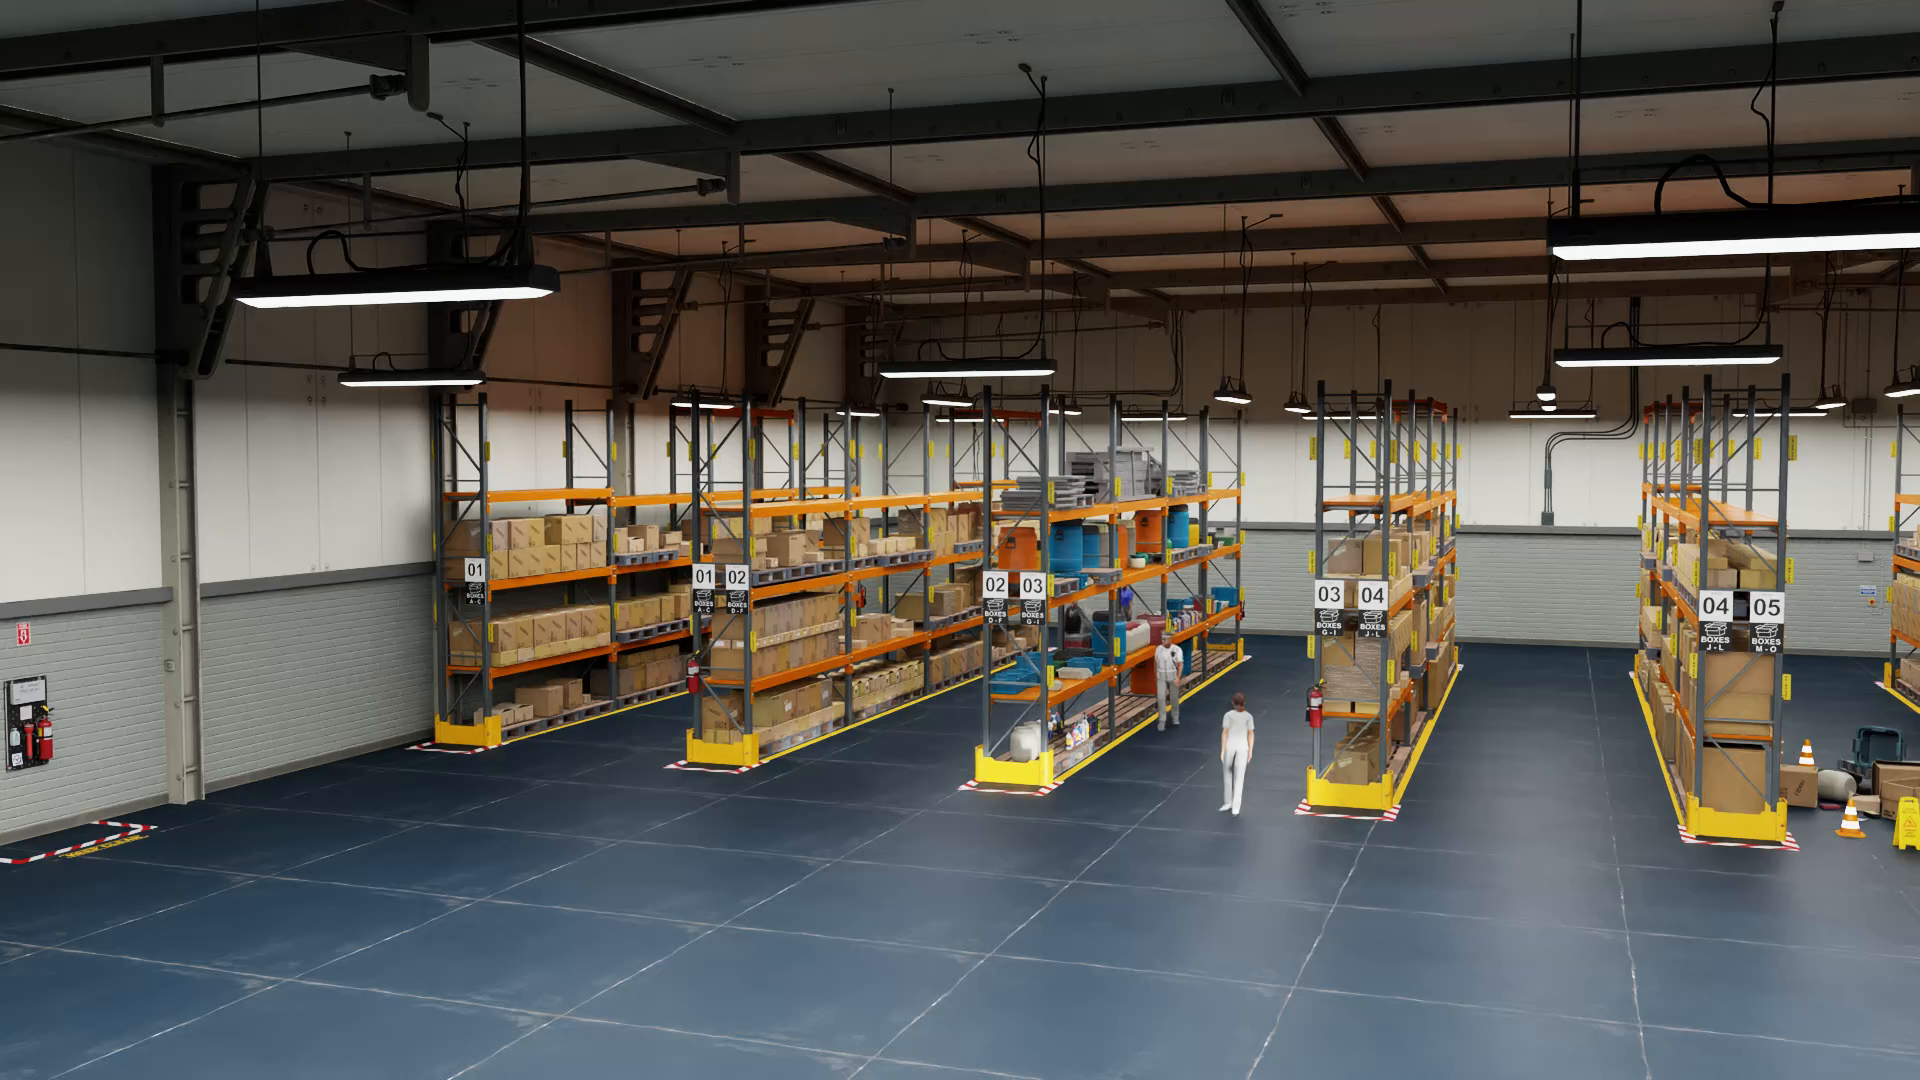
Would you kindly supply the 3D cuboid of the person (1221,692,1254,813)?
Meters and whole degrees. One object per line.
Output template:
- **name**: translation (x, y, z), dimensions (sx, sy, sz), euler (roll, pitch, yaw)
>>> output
- **person**: translation (3.871, 2.946, 23.145), dimensions (0.442, 1.649, 0.852), euler (1, 3, 12)

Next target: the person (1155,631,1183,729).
- **person**: translation (3.755, 2.518, 30.109), dimensions (0.572, 1.732, 0.855), euler (1, 3, 24)

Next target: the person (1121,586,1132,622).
- **person**: translation (4.302, 1.855, 43.709), dimensions (0.463, 1.602, 0.974), euler (1, 3, 17)

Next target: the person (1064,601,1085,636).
- **person**: translation (2.507, 1.978, 36.873), dimensions (0.574, 1.589, 1.047), euler (2, 3, 29)
